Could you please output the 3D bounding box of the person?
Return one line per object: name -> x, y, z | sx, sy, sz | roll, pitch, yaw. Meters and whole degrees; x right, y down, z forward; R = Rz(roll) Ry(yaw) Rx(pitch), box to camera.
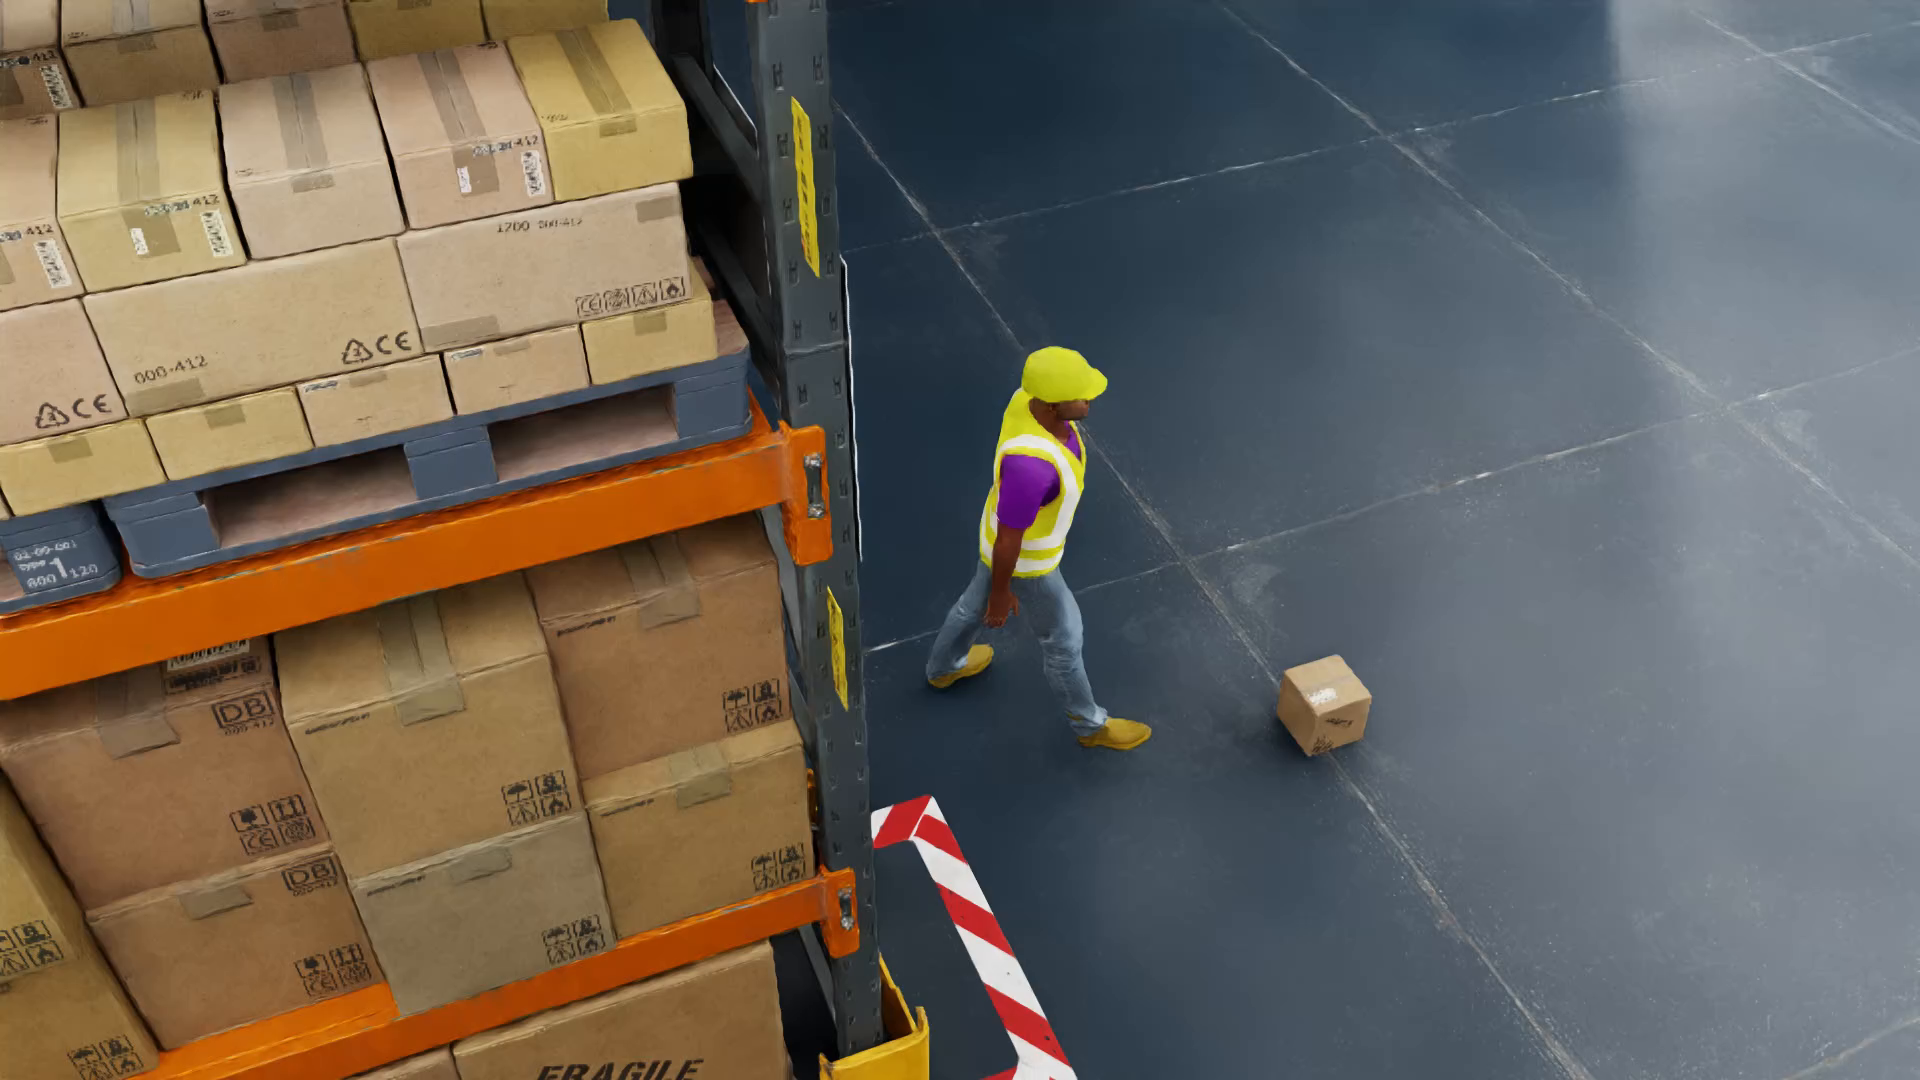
person -> 0.306, 0.007, 6.141 | 0.899, 1.729, 0.599 | 2, 42, 3
